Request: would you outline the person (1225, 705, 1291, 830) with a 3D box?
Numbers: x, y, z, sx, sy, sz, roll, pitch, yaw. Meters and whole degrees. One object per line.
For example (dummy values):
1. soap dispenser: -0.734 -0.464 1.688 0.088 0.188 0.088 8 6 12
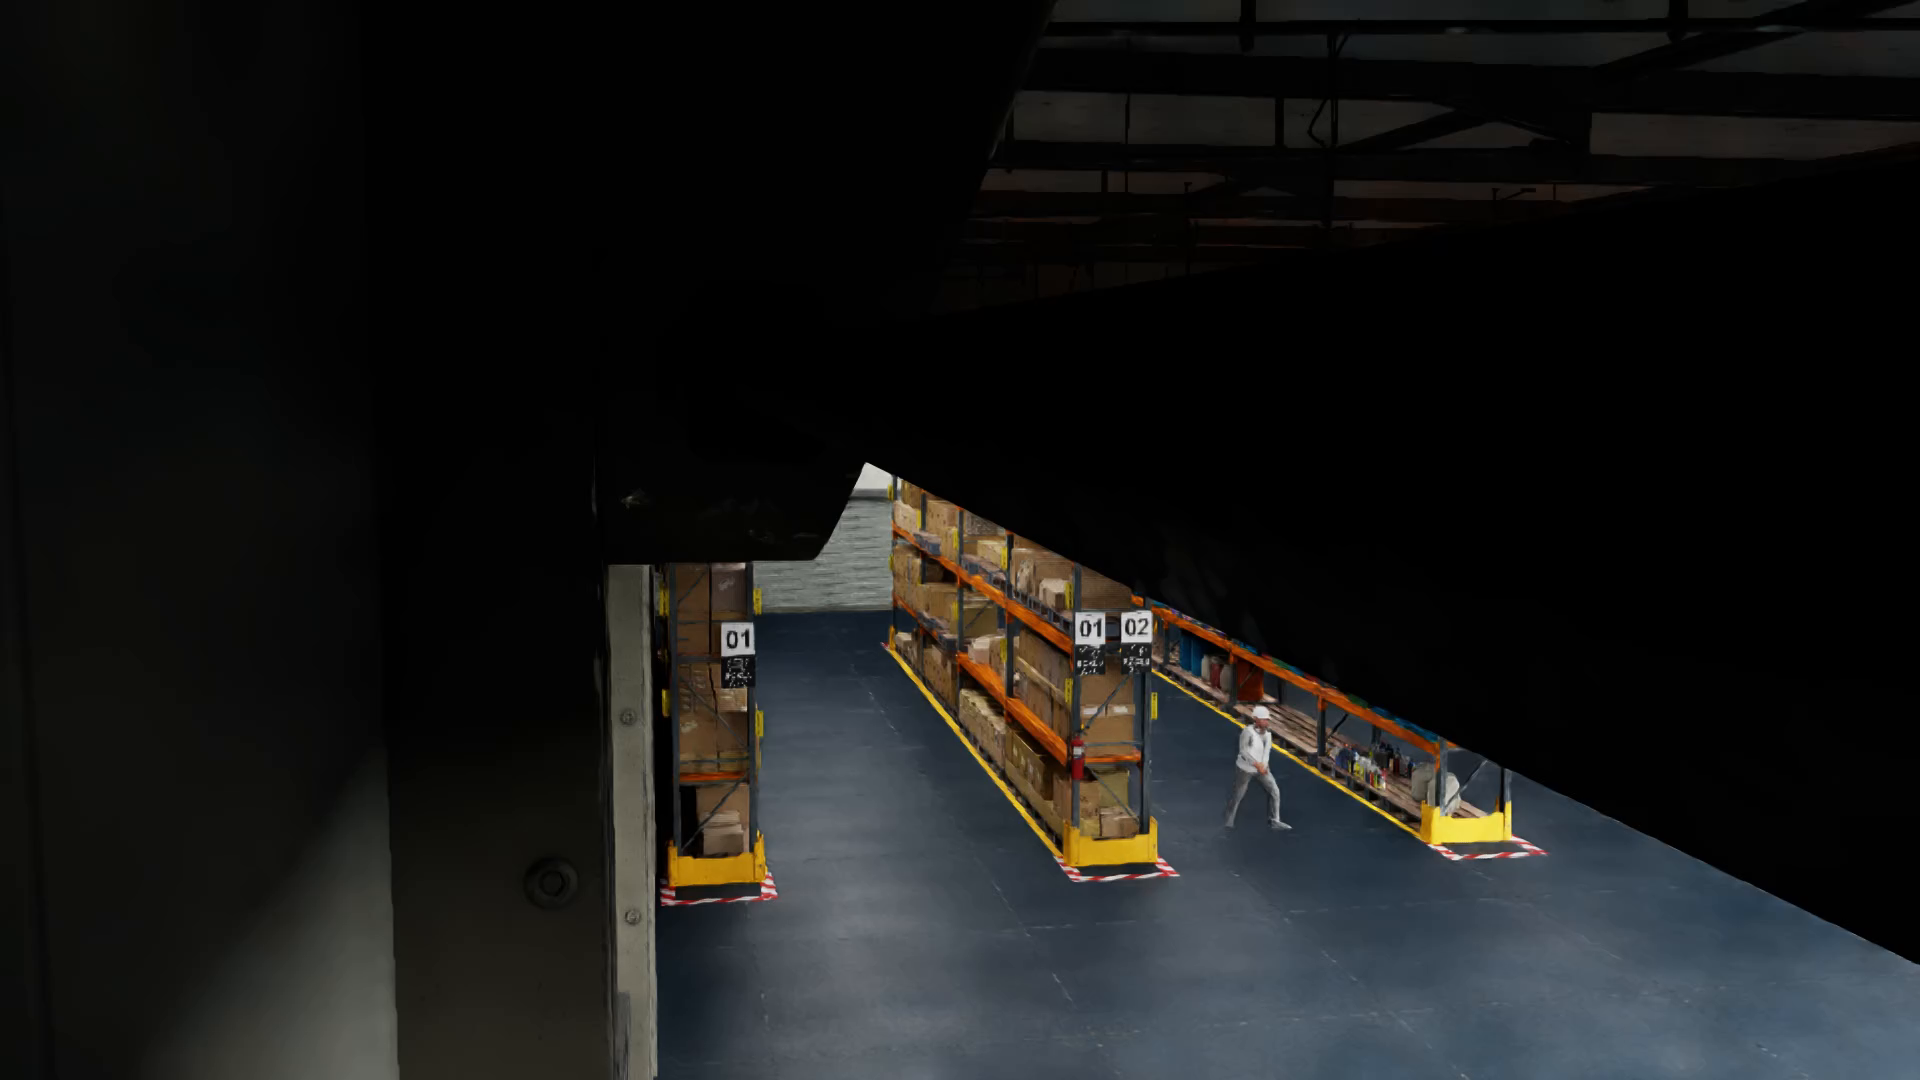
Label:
1. person: 3.975 3.051 22.425 0.689 1.712 0.801 -3 7 -29
